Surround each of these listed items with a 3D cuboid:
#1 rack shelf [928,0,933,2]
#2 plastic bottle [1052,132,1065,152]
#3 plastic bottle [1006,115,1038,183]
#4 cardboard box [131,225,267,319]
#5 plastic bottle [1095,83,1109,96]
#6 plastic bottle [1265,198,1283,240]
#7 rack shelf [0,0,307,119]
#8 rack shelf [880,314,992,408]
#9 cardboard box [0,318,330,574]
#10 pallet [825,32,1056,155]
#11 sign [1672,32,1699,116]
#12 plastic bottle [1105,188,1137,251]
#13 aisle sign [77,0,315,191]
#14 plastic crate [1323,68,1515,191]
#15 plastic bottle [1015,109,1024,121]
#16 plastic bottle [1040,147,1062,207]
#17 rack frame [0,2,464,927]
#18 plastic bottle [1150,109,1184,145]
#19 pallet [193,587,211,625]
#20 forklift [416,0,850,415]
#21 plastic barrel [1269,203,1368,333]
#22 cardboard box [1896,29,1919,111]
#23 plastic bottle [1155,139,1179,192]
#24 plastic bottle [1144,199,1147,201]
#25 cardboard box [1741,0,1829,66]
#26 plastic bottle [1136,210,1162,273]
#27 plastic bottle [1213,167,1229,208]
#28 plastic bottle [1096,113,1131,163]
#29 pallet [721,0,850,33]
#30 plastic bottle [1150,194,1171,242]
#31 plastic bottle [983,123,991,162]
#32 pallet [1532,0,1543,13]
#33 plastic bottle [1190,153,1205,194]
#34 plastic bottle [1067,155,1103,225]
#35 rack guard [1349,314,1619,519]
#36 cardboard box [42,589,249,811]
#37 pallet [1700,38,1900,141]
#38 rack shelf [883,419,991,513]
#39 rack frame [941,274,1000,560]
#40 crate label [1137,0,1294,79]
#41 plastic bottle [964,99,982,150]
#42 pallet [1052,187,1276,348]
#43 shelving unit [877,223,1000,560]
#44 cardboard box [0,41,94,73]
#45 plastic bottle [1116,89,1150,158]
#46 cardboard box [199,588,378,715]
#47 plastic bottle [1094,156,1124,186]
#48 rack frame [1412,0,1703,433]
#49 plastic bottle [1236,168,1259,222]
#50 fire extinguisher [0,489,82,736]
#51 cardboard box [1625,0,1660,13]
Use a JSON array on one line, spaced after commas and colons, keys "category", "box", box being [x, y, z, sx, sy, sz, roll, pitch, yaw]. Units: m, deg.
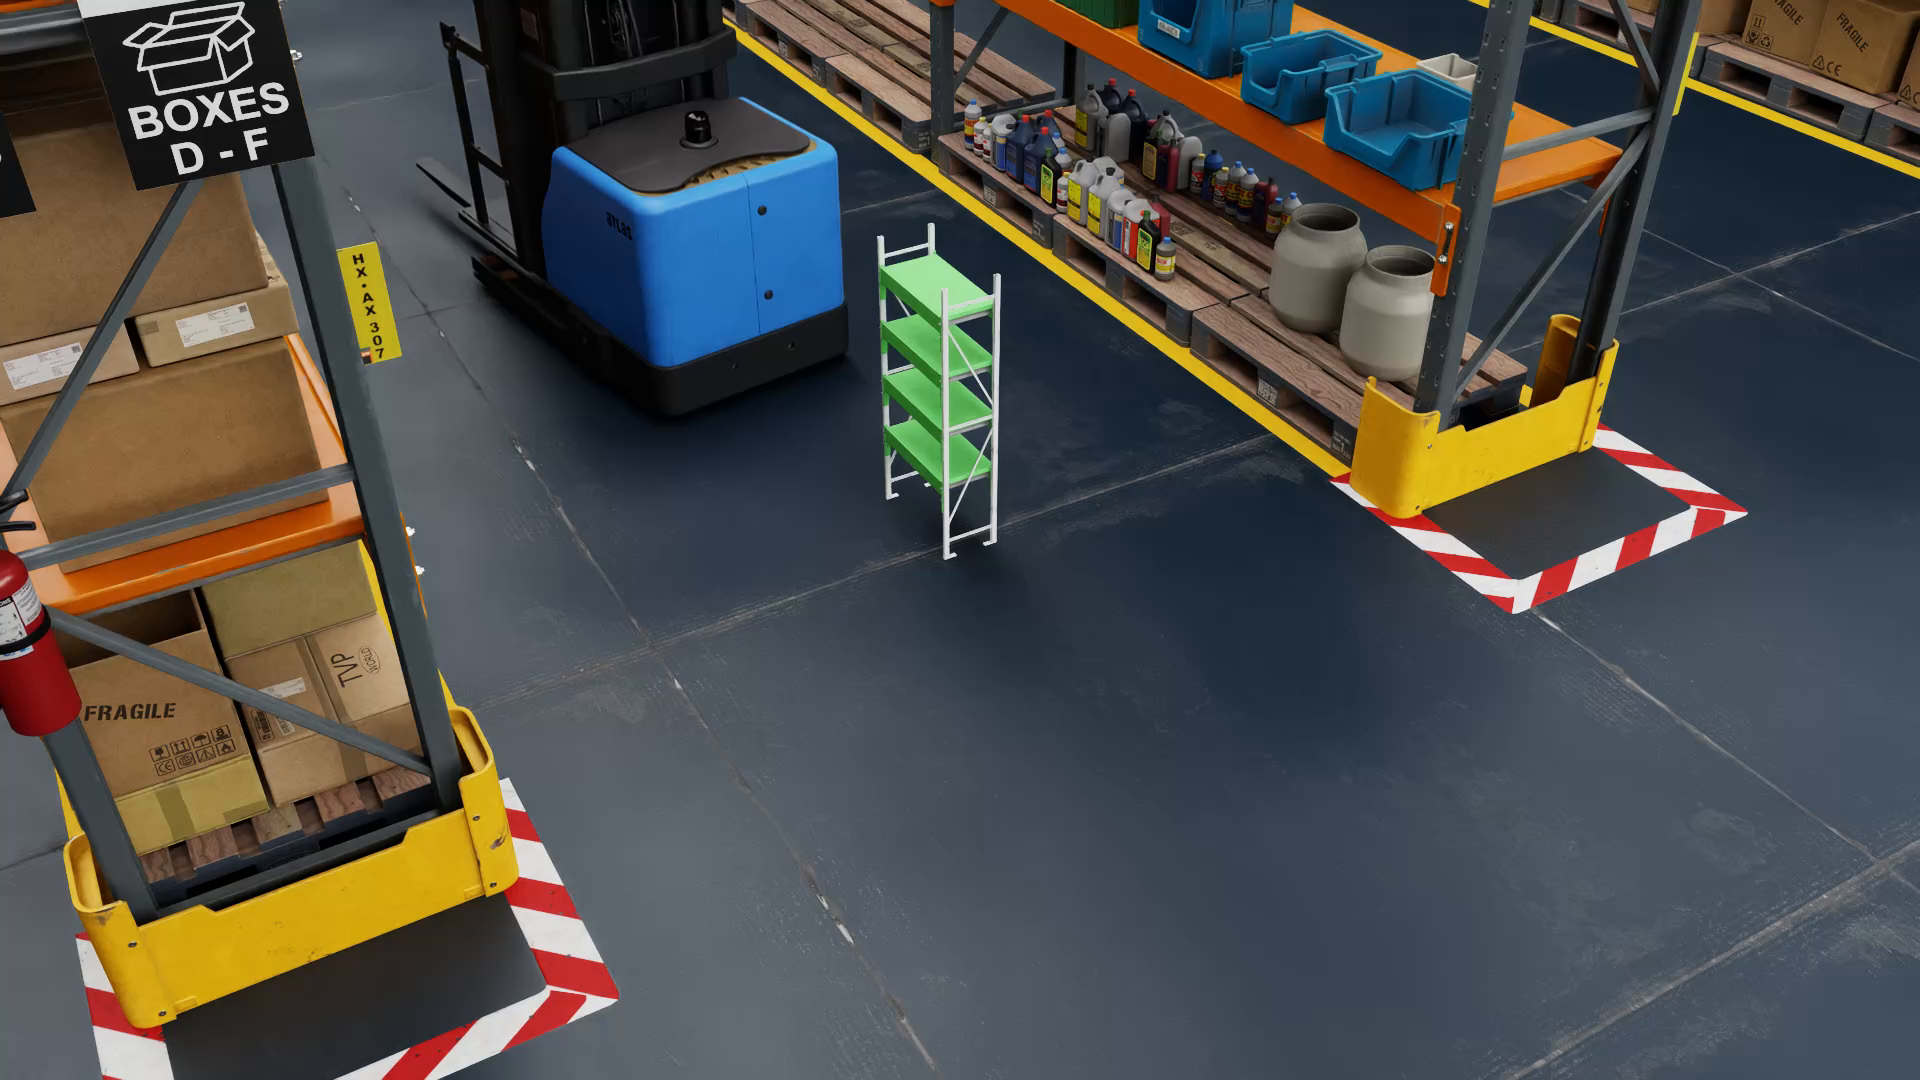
[{"category": "rack shelf", "box": [-0.712, -4.290, 10.691, 1.077, 0.370, 4.000, -19, 40, -24]}, {"category": "plastic bottle", "box": [0.517, -2.064, 8.973, 0.097, 0.271, 0.097, 0, 36, 0]}, {"category": "plastic bottle", "box": [0.339, -2.134, 9.002, 0.144, 0.351, 0.185, -18, 40, -23]}, {"category": "cardboard box", "box": [-2.128, -0.755, 4.606, 0.380, 0.149, 0.250, -20, 41, -25]}, {"category": "plastic bottle", "box": [0.819, -2.494, 9.551, 0.061, 0.283, 0.133, -17, 39, -22]}, {"category": "plastic bottle", "box": [1.609, -1.638, 8.449, 0.097, 0.201, 0.097, 0, 36, 0]}, {"category": "rack shelf", "box": [-2.987, -1.996, 5.006, 1.077, 0.370, 4.000, -19, 40, -24]}, {"category": "rack shelf", "box": [-0.083, -0.711, 6.408, 0.258, 0.148, 0.480, -19, 40, -24]}, {"category": "cardboard box", "box": [-2.206, -0.337, 4.584, 0.700, 0.500, 0.500, -19, 40, -24]}, {"category": "pallet", "box": [-0.136, -2.824, 10.437, 1.003, 0.211, 1.213, -19, 40, -24]}, {"category": "sign", "box": [2.780, -1.794, 6.428, 0.100, 0.325, 0.005, -19, 40, -24]}, {"category": "plastic bottle", "box": [0.828, -1.613, 8.351, 0.152, 0.276, 0.135, -20, 41, -25]}, {"category": "aisle sign", "box": [-1.685, -1.162, 3.594, 0.394, 0.787, 0.004, -19, 40, -24]}, {"category": "plastic crate", "box": [1.792, -1.627, 6.561, 0.499, 0.251, 0.616, -19, 40, -24]}, {"category": "plastic bottle", "box": [0.351, -2.224, 9.182, 0.061, 0.283, 0.133, -19, 40, -24]}, {"category": "plastic bottle", "box": [0.481, -1.914, 8.758, 0.061, 0.283, 0.133, -17, 39, -22]}, {"category": "rack frame", "box": [-1.983, -0.055, 4.282, 1.000, 3.000, 0.127, -19, 40, -24]}, {"category": "plastic bottle", "box": [1.124, -2.163, 9.041, 0.144, 0.351, 0.185, -19, 40, -24]}, {"category": "pallet", "box": [-3.012, 0.072, 6.472, 1.003, 0.211, 1.213, -19, 40, -24]}, {"category": "forklift", "box": [-1.833, -2.545, 7.750, 1.130, 2.935, 3.031, -25, 43, -30]}, {"category": "plastic barrel", "box": [1.654, -1.254, 7.678, 0.421, 0.512, 0.421, 0, 36, 0]}, {"category": "cardboard box", "box": [5.955, -2.767, 9.758, 0.500, 0.500, 0.500, -9, 37, -12]}, {"category": "plastic bottle", "box": [1.110, -2.020, 8.903, 0.061, 0.283, 0.133, -19, 40, -24]}, {"category": "plastic bottle", "box": [0.926, -1.629, 8.437, 0.097, 0.201, 0.097, 0, 36, 0]}, {"category": "cardboard box", "box": [5.416, -3.390, 10.611, 0.500, 0.500, 0.500, -23, 42, -28]}, {"category": "plastic bottle", "box": [0.926, -1.463, 8.139, 0.061, 0.283, 0.133, -18, 40, -23]}, {"category": "plastic bottle", "box": [1.388, -1.862, 8.756, 0.097, 0.201, 0.097, 0, 36, 0]}, {"category": "plastic bottle", "box": [0.846, -2.241, 9.211, 0.152, 0.276, 0.135, -19, 40, -24]}, {"category": "pallet", "box": [-1.361, -4.068, 12.141, 1.003, 0.211, 1.213, -19, 40, -24]}, {"category": "plastic bottle", "box": [0.989, -1.577, 8.296, 0.061, 0.283, 0.133, -19, 40, -24]}, {"category": "plastic bottle", "box": [0.176, -2.212, 9.235, 0.097, 0.201, 0.097, 0, 36, 0]}, {"category": "pallet", "box": [4.183, -4.299, 12.457, 1.003, 0.211, 1.213, -19, 40, -24]}, {"category": "plastic bottle", "box": [1.285, -1.967, 8.899, 0.097, 0.201, 0.097, 0, 36, 0]}, {"category": "plastic bottle", "box": [0.648, -1.821, 8.573, 0.144, 0.351, 0.185, -19, 40, -24]}, {"category": "rack guard", "box": [2.223, -0.536, 7.060, 1.175, 0.500, 0.348, -19, 40, -24]}, {"category": "cardboard box", "box": [-2.509, 0.398, 5.002, 0.500, 0.500, 0.500, -19, 40, -24]}, {"category": "pallet", "box": [5.560, -2.948, 10.607, 1.003, 0.211, 1.213, -19, 40, -24]}, {"category": "rack shelf", "box": [-0.083, -0.324, 6.691, 0.258, 0.148, 0.480, -19, 40, -24]}, {"category": "rack frame", "box": [0.039, -0.445, 6.341, 0.240, 1.200, 0.015, -19, 40, -24]}, {"category": "crate label", "box": [1.144, -2.394, 7.454, 0.502, 0.435, 0.616, -19, 40, -24]}, {"category": "plastic bottle", "box": [0.074, -2.344, 9.357, 0.097, 0.271, 0.097, 0, 36, 0]}, {"category": "pallet", "box": [1.211, -1.457, 8.566, 1.003, 0.211, 1.213, -19, 40, -24]}, {"category": "shelving unit", "box": [-0.083, -0.569, 6.512, 0.258, 1.200, 0.503, -19, 40, -24]}, {"category": "cardboard box", "box": [-2.502, -1.155, 4.603, 0.700, 0.500, 0.500, -20, 41, -25]}, {"category": "plastic bottle", "box": [0.962, -2.328, 9.267, 0.144, 0.351, 0.185, -21, 41, -26]}, {"category": "cardboard box", "box": [-2.314, 0.292, 5.782, 0.500, 0.250, 0.500, -19, 40, -24]}, {"category": "plastic bottle", "box": [0.763, -1.848, 8.673, 0.152, 0.276, 0.135, -19, 40, -24]}, {"category": "rack frame", "box": [2.302, -1.521, 6.289, 1.000, 3.000, 0.127, -19, 40, -24]}, {"category": "plastic bottle", "box": [1.489, -1.789, 8.596, 0.097, 0.271, 0.097, 0, 36, 0]}, {"category": "fire extinguisher", "box": [-2.325, 0.174, 4.034, 0.296, 0.674, 0.183, -19, 40, -24]}, {"category": "cardboard box", "box": [4.741, -3.973, 11.410, 0.500, 0.500, 0.500, -20, 41, -25]}]
